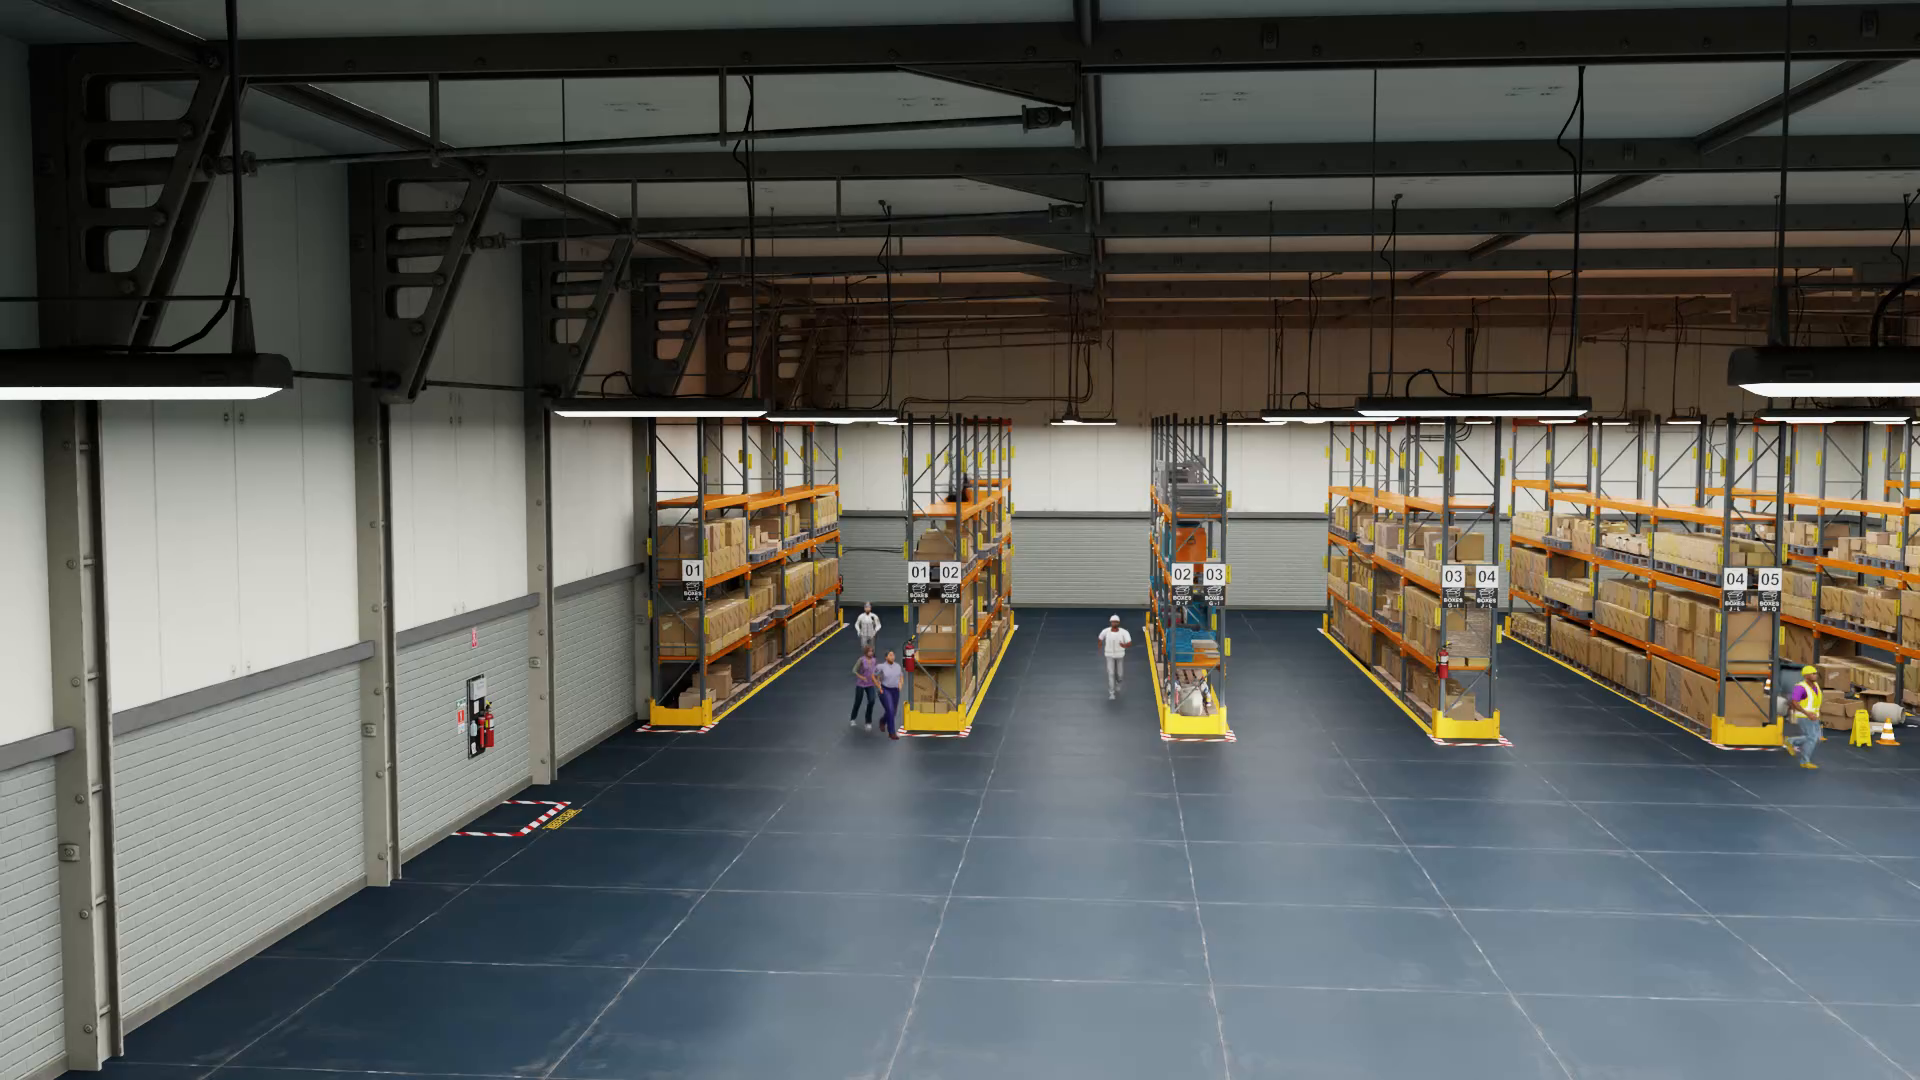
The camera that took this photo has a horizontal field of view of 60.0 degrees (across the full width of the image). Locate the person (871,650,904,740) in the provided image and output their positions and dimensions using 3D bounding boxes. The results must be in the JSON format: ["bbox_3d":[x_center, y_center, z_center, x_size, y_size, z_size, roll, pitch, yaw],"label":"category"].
[{"bbox_3d":[-1.309,2.838,30.728,0.619,1.602,0.835,-3,5,-34],"label":"person"}]

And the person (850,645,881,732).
[{"bbox_3d":[-1.766,2.803,31.613,0.605,1.624,0.645,-1,4,-21],"label":"person"}]

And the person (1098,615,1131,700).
[{"bbox_3d":[3.270,2.462,35.179,0.710,1.747,0.972,0,4,5],"label":"person"}]

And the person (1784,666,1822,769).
[{"bbox_3d":[14.235,2.971,28.057,0.709,1.733,0.668,-3,5,-34],"label":"person"}]

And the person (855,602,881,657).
[{"bbox_3d":[-2.176,2.265,39.165,0.615,1.641,0.588,0,4,-1],"label":"person"}]
